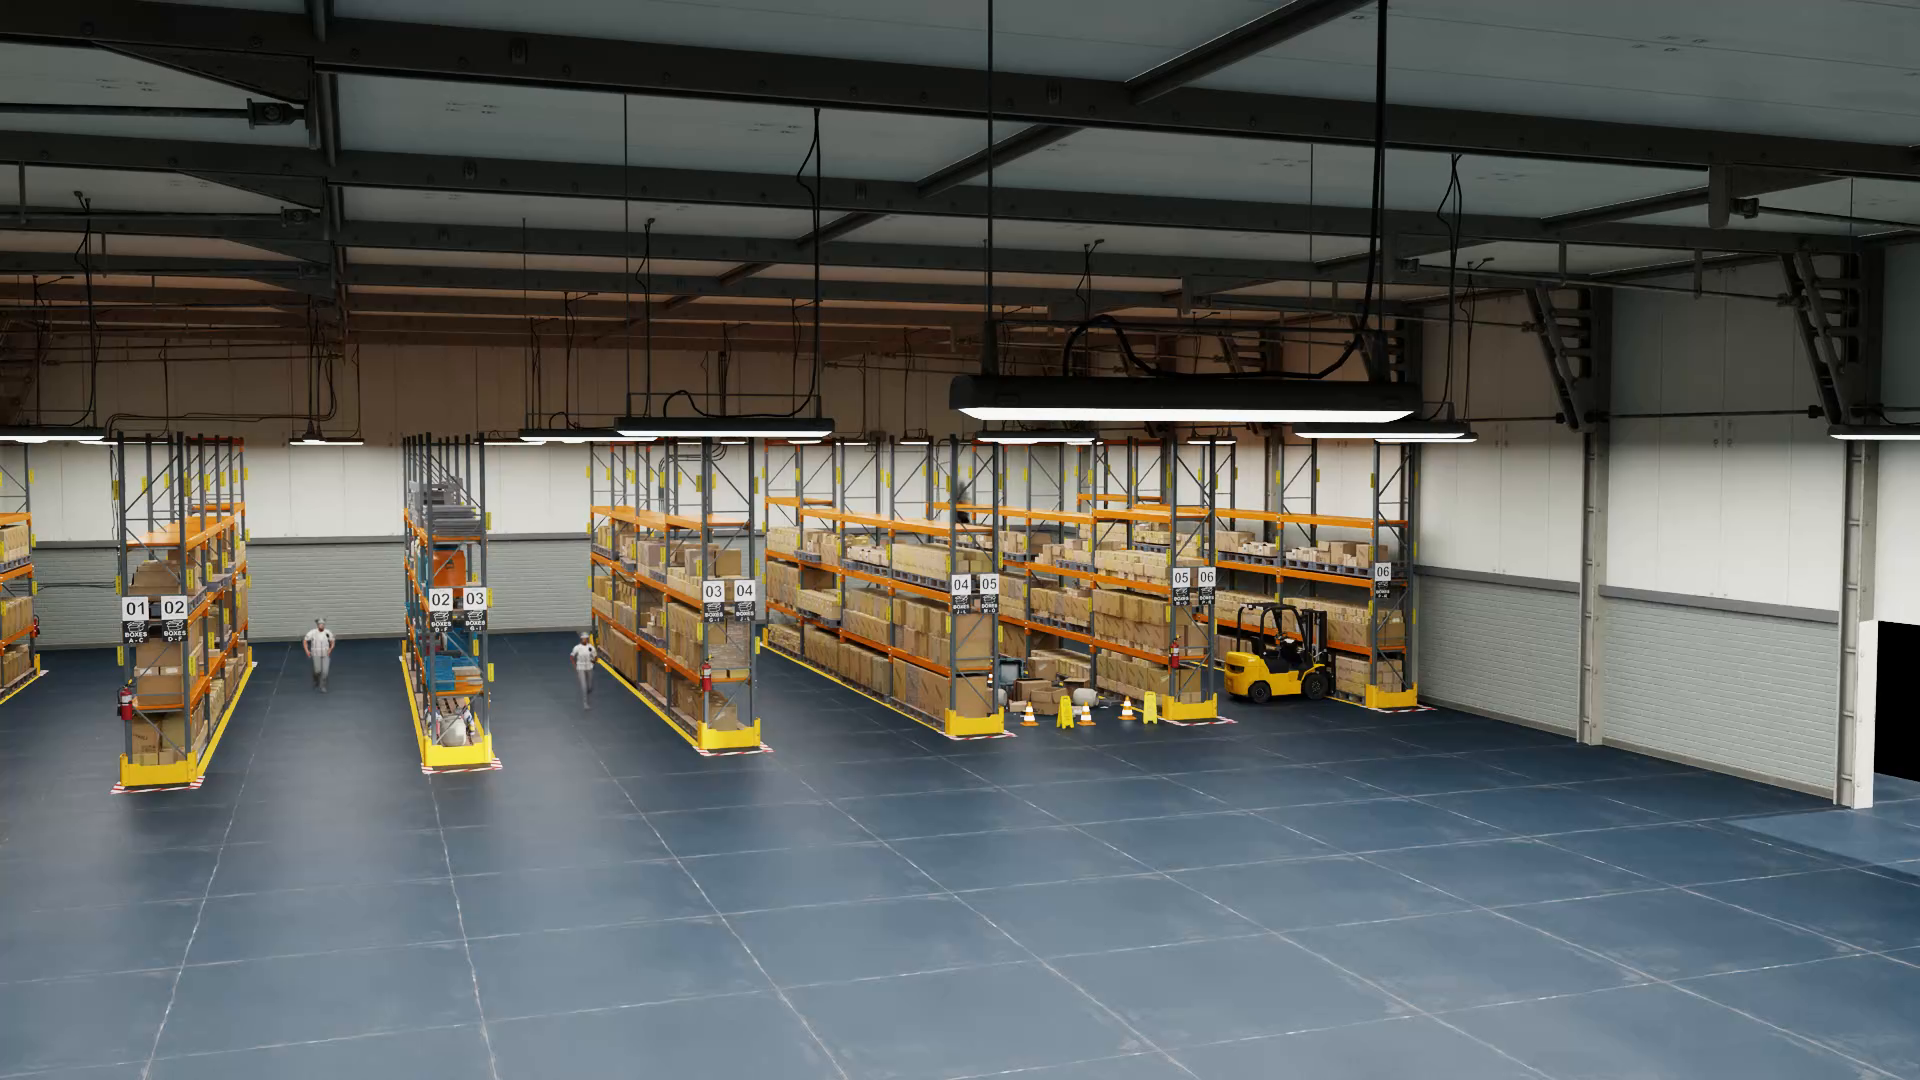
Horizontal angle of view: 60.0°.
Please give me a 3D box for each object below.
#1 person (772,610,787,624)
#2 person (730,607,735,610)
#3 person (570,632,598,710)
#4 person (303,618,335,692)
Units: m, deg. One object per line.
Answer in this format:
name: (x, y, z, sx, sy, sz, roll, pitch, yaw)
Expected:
person: (-5.383, 2.191, 49.820, 0.555, 1.532, 0.755, 1, 3, 11)
person: (-6.522, 2.327, 47.075, 0.559, 1.647, 0.735, -1, 3, -10)
person: (-8.263, 2.853, 36.589, 0.588, 1.670, 0.850, -1, 3, -25)
person: (-14.967, 2.696, 38.933, 0.693, 1.759, 0.526, -2, 4, -31)
